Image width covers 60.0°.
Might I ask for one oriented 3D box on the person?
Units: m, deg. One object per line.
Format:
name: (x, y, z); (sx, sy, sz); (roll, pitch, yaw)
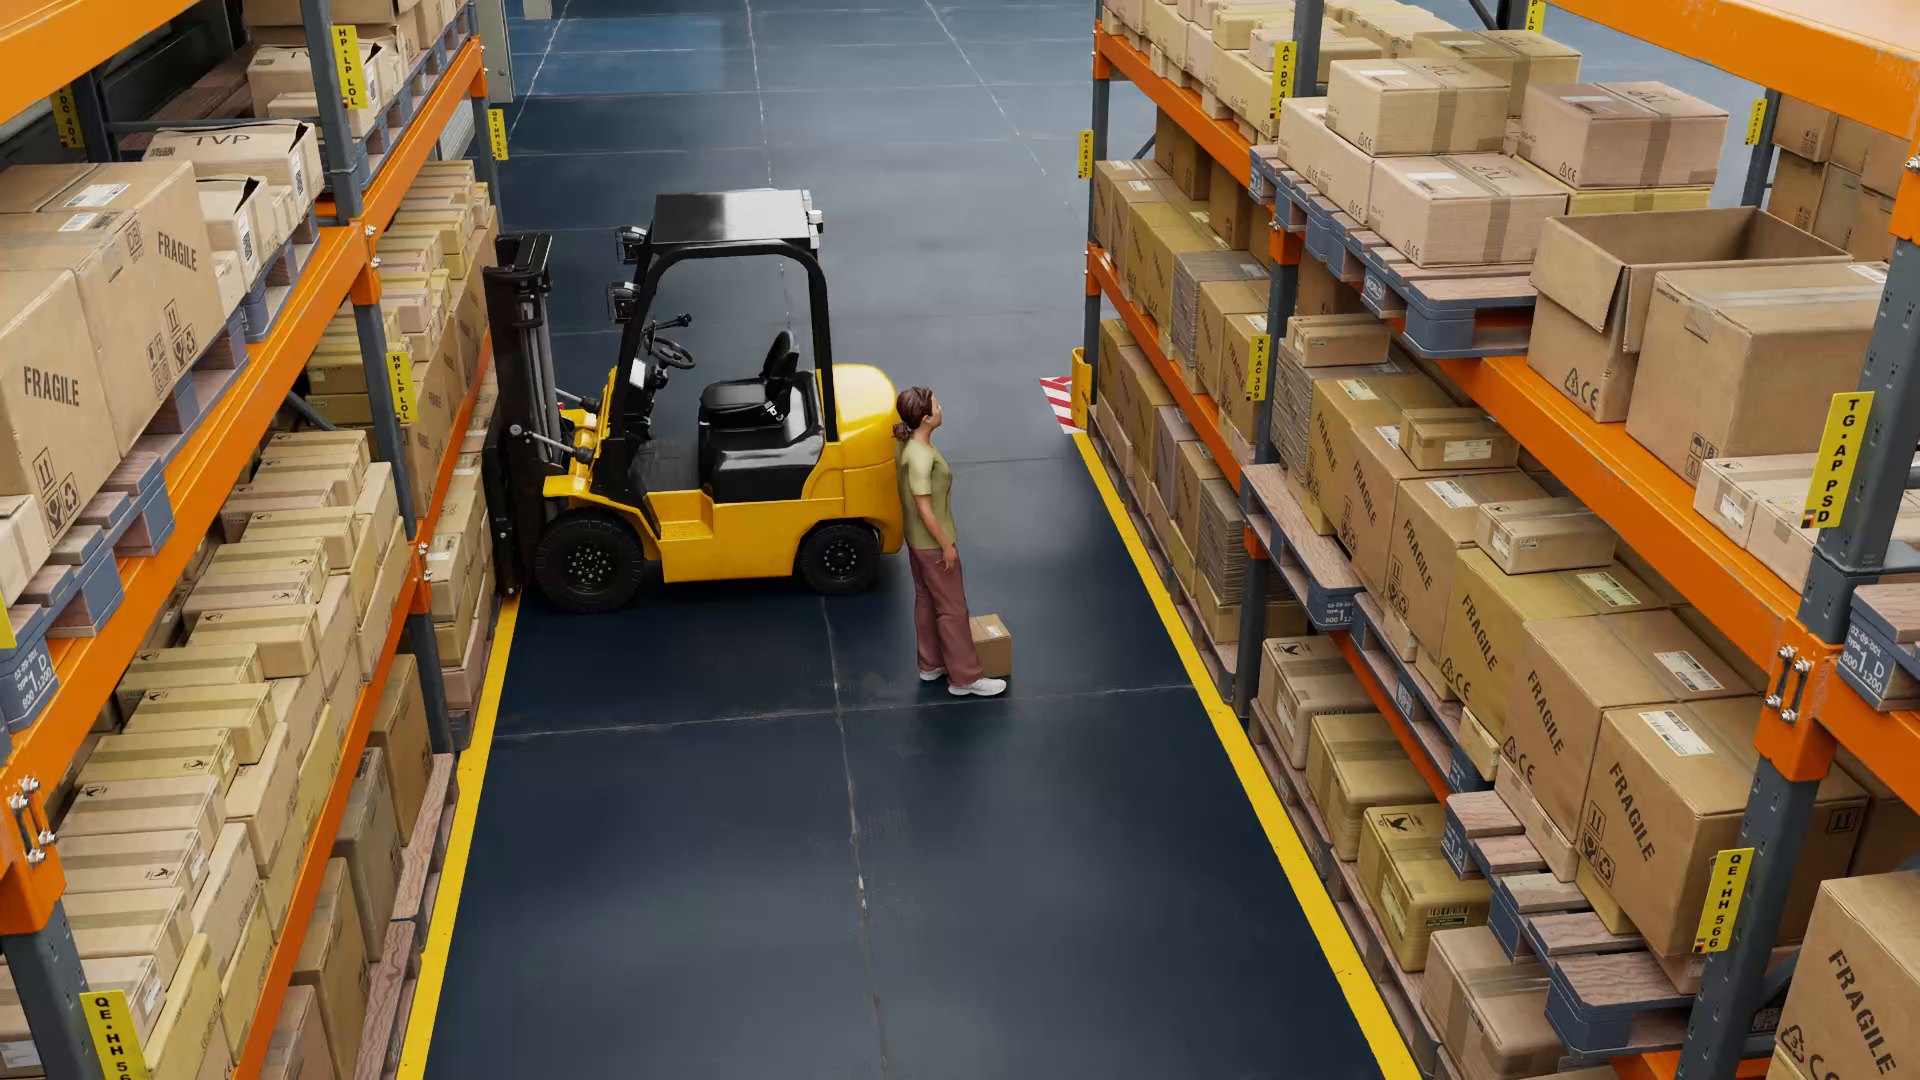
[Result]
person: (-0.081, -0.012, 8.623); (0.549, 1.675, 0.555); (-7, 28, -14)
